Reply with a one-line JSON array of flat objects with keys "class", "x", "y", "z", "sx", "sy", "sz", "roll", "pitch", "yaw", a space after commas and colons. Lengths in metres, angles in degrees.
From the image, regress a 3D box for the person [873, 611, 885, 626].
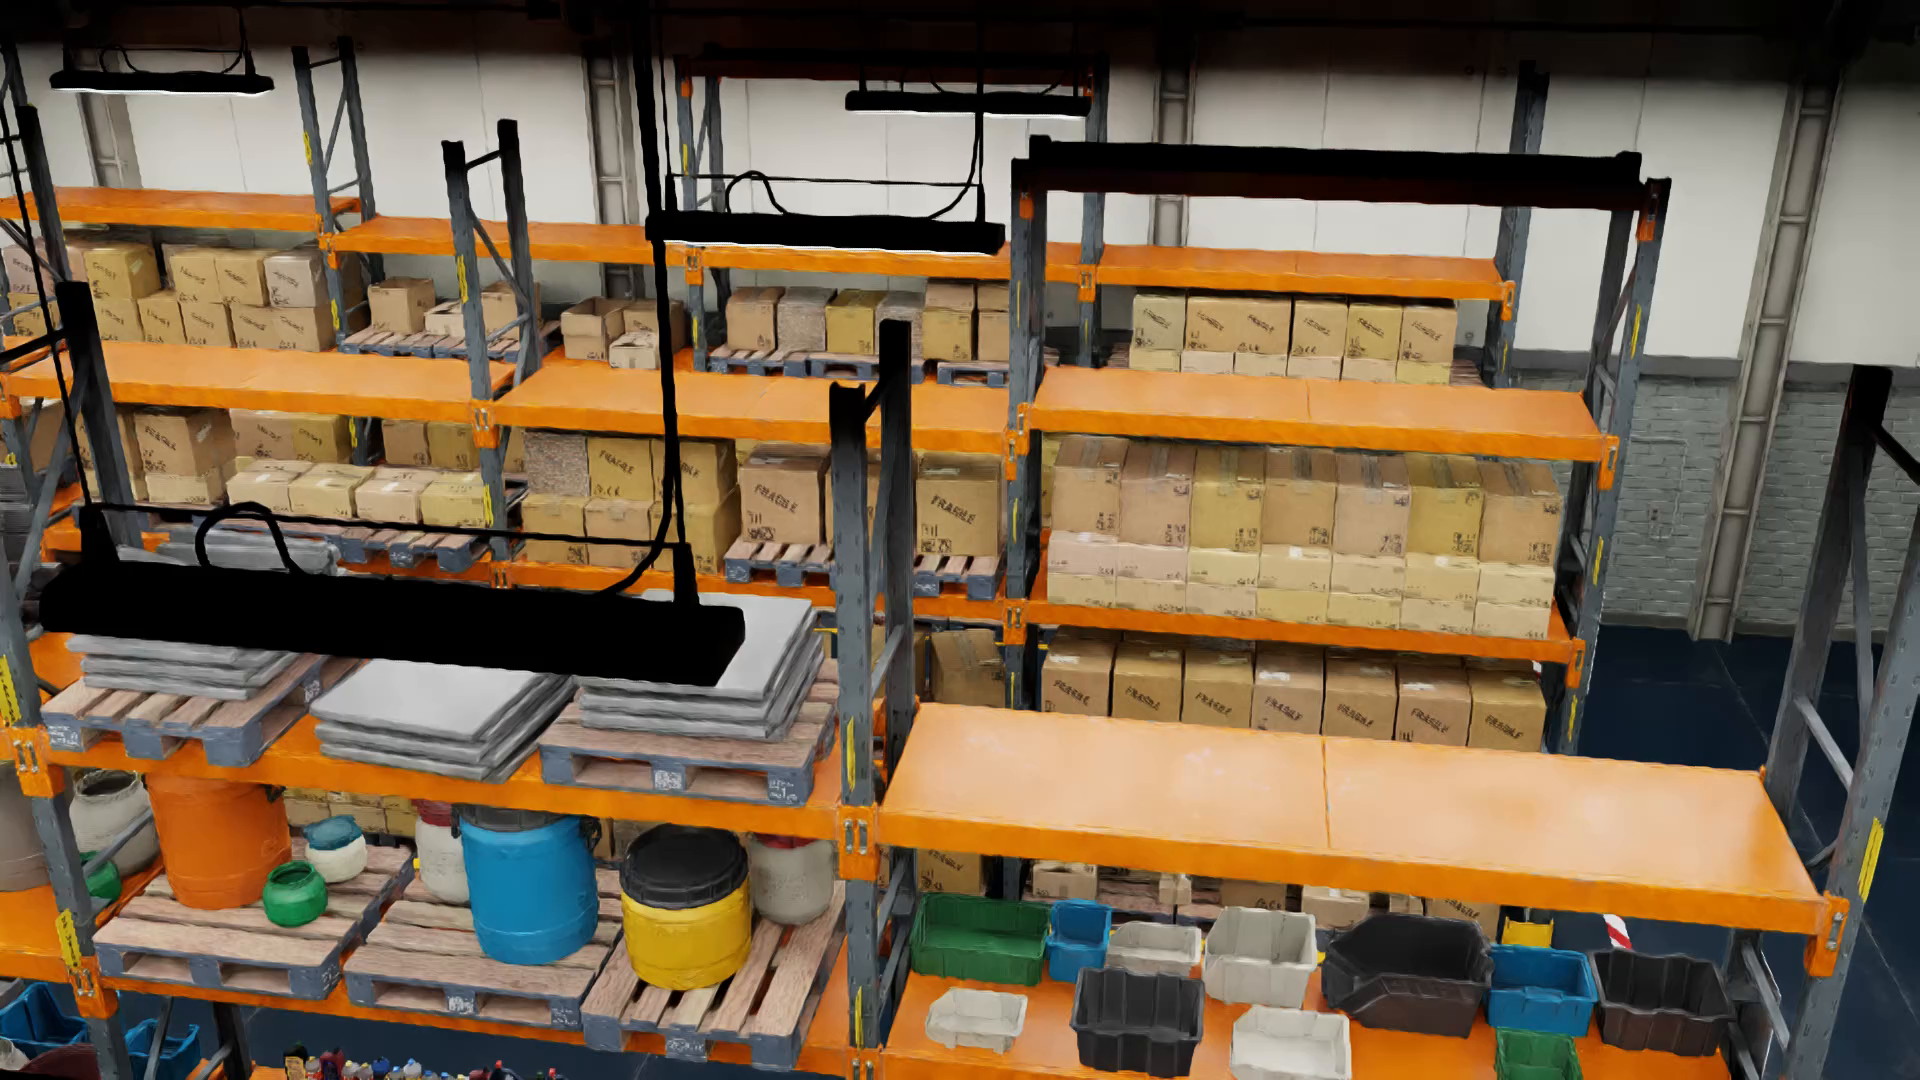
[{"class": "person", "x": -0.648, "y": 1.302, "z": 15.071, "sx": 1.123, "sy": 1.706, "sz": 0.553, "roll": 5, "pitch": 24, "yaw": 11}]
